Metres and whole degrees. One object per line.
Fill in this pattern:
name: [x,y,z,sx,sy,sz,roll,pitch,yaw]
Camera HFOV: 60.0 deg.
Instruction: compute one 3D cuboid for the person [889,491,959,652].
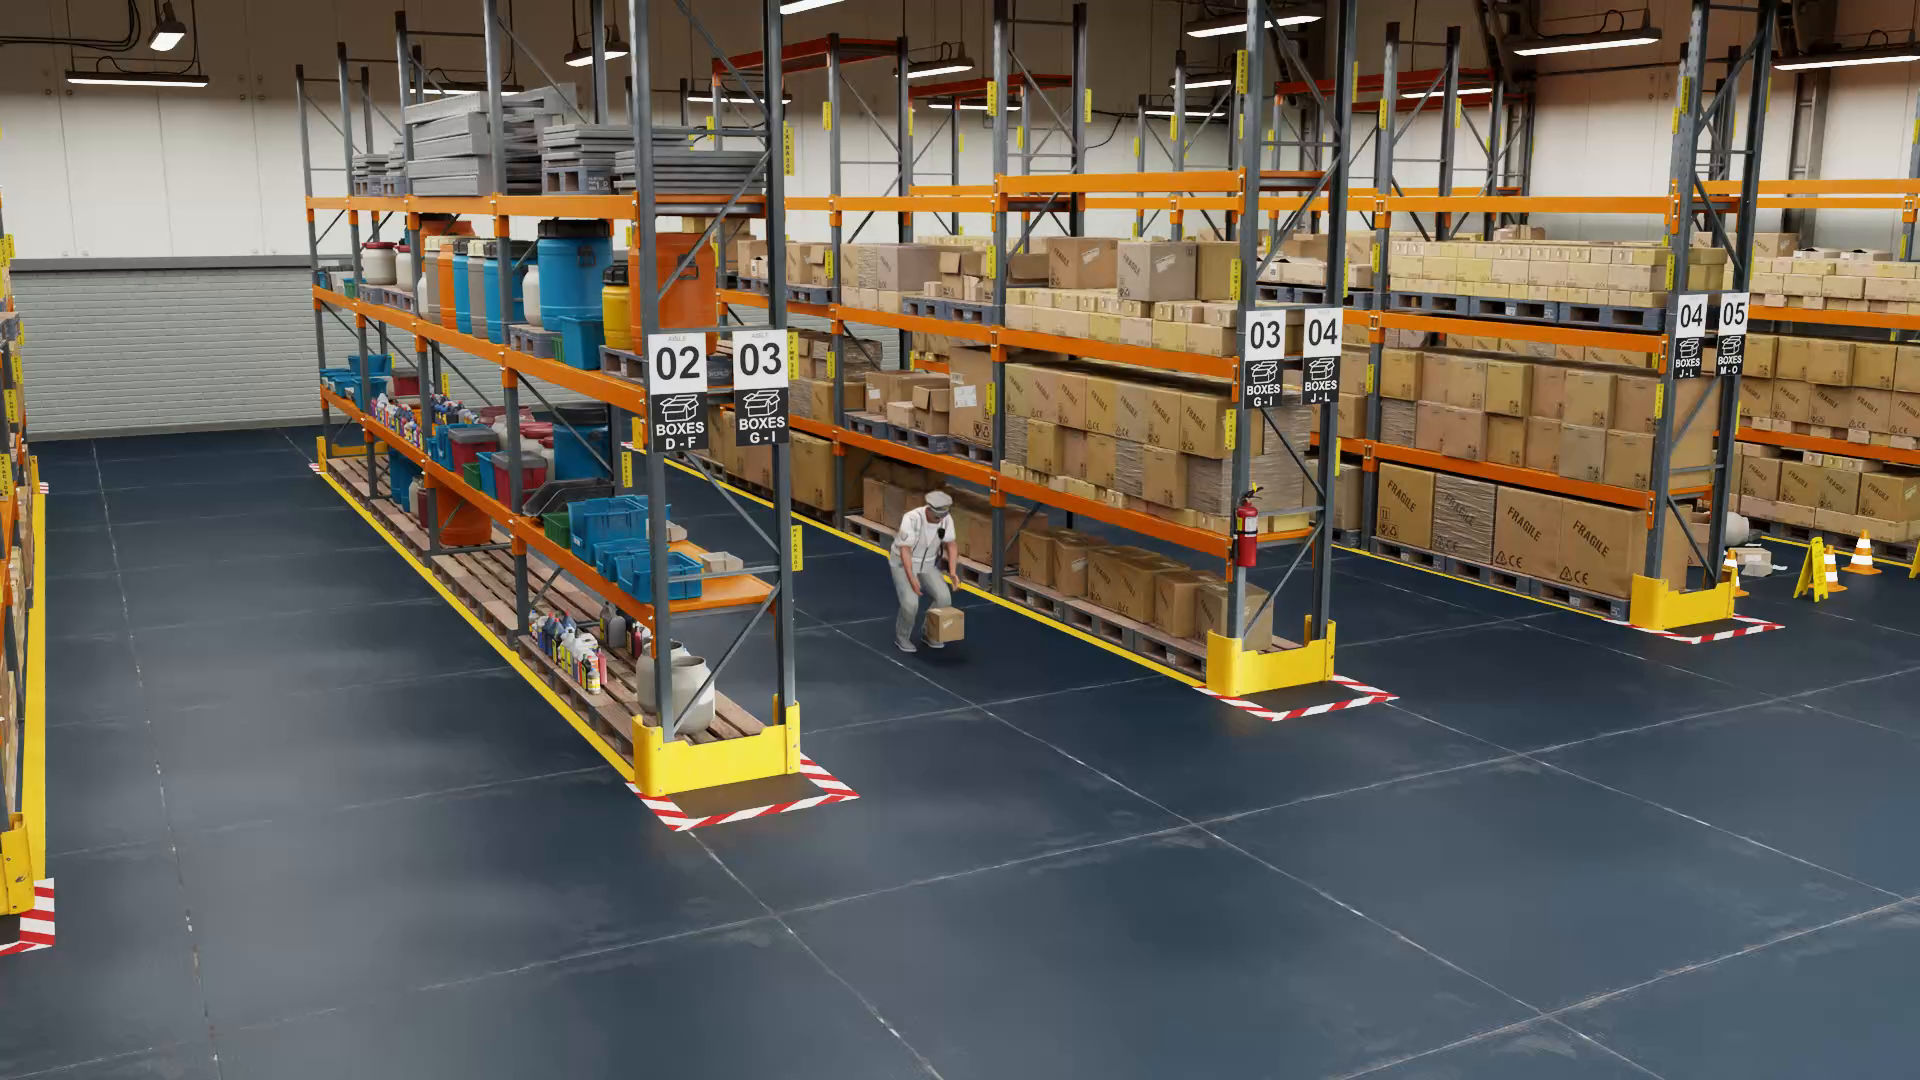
person: [-0.317,0.269,15.281,0.589,1.497,0.751,-6,13,-28]
